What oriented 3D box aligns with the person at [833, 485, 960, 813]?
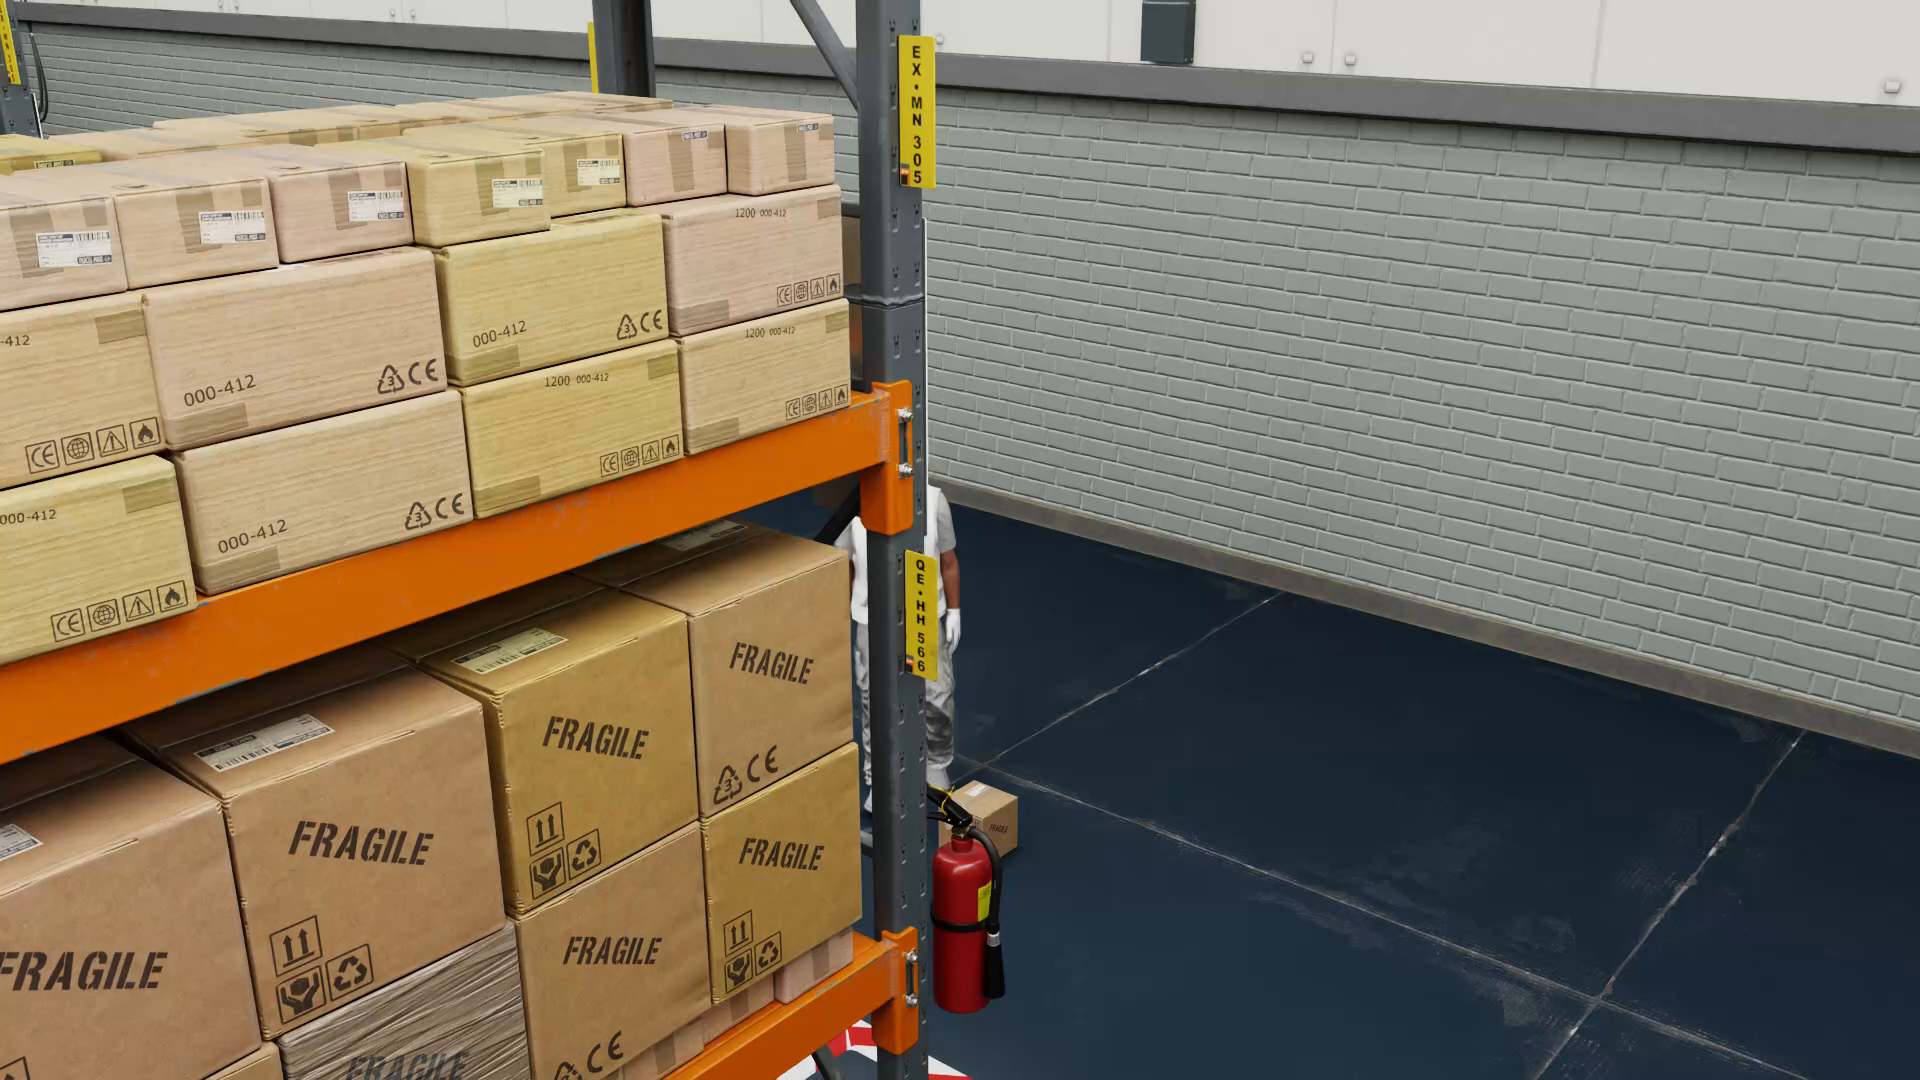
[{"bbox_3d":[-0.289,0.372,7.491,0.580,1.792,0.412,-1,20,-2],"label":"person"}]
